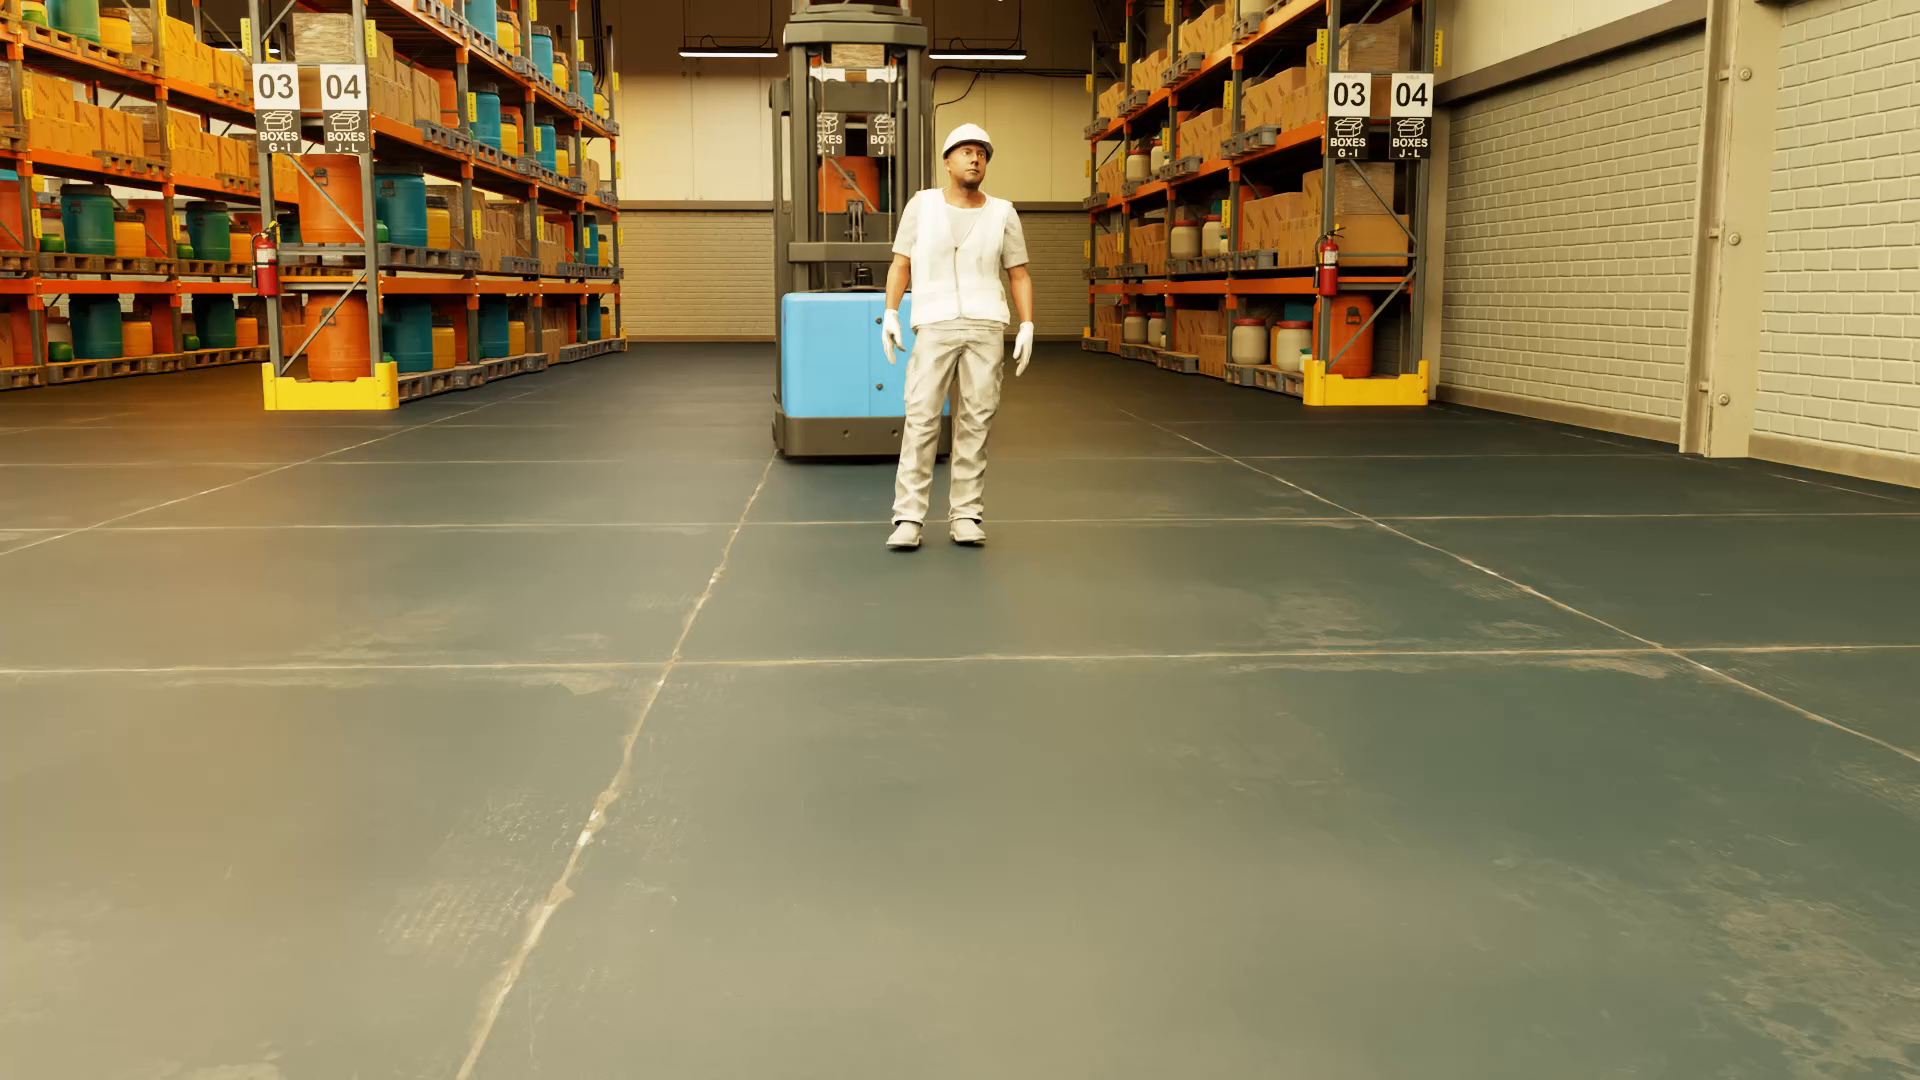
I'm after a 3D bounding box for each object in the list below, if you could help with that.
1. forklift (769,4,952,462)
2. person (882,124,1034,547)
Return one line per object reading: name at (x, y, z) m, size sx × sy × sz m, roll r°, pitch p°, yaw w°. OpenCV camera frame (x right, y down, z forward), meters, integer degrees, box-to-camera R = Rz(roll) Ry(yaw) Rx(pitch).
forklift at (-0.768, -2.129, 11.671) m, size 1.130 × 2.935 × 3.031 m, roll -1°, pitch 9°, yaw -8°
person at (-0.005, -0.879, 7.107) m, size 0.656 × 1.782 × 0.577 m, roll -1°, pitch 8°, yaw -4°
